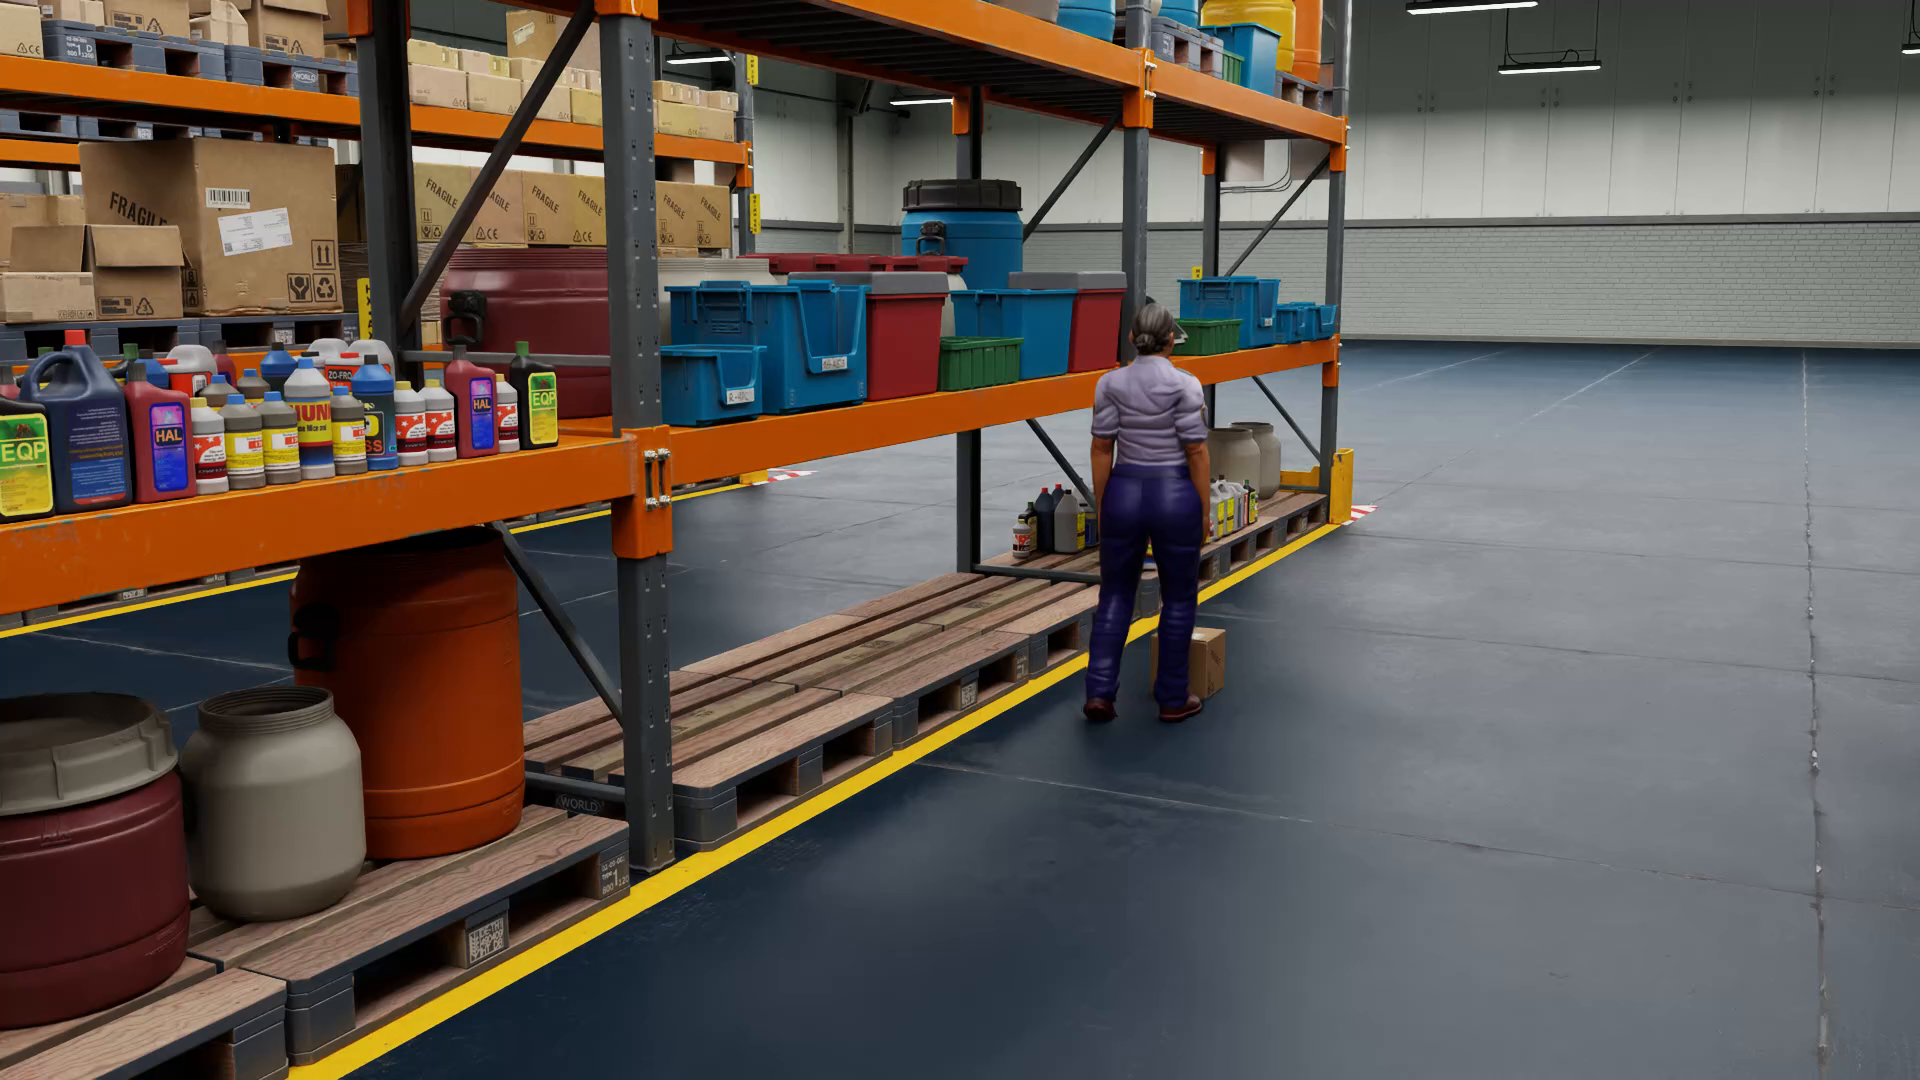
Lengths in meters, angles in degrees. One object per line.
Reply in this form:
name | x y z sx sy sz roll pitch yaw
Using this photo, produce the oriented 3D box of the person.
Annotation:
person | 0.754 -0.075 6.557 0.479 1.707 0.458 5 10 26
